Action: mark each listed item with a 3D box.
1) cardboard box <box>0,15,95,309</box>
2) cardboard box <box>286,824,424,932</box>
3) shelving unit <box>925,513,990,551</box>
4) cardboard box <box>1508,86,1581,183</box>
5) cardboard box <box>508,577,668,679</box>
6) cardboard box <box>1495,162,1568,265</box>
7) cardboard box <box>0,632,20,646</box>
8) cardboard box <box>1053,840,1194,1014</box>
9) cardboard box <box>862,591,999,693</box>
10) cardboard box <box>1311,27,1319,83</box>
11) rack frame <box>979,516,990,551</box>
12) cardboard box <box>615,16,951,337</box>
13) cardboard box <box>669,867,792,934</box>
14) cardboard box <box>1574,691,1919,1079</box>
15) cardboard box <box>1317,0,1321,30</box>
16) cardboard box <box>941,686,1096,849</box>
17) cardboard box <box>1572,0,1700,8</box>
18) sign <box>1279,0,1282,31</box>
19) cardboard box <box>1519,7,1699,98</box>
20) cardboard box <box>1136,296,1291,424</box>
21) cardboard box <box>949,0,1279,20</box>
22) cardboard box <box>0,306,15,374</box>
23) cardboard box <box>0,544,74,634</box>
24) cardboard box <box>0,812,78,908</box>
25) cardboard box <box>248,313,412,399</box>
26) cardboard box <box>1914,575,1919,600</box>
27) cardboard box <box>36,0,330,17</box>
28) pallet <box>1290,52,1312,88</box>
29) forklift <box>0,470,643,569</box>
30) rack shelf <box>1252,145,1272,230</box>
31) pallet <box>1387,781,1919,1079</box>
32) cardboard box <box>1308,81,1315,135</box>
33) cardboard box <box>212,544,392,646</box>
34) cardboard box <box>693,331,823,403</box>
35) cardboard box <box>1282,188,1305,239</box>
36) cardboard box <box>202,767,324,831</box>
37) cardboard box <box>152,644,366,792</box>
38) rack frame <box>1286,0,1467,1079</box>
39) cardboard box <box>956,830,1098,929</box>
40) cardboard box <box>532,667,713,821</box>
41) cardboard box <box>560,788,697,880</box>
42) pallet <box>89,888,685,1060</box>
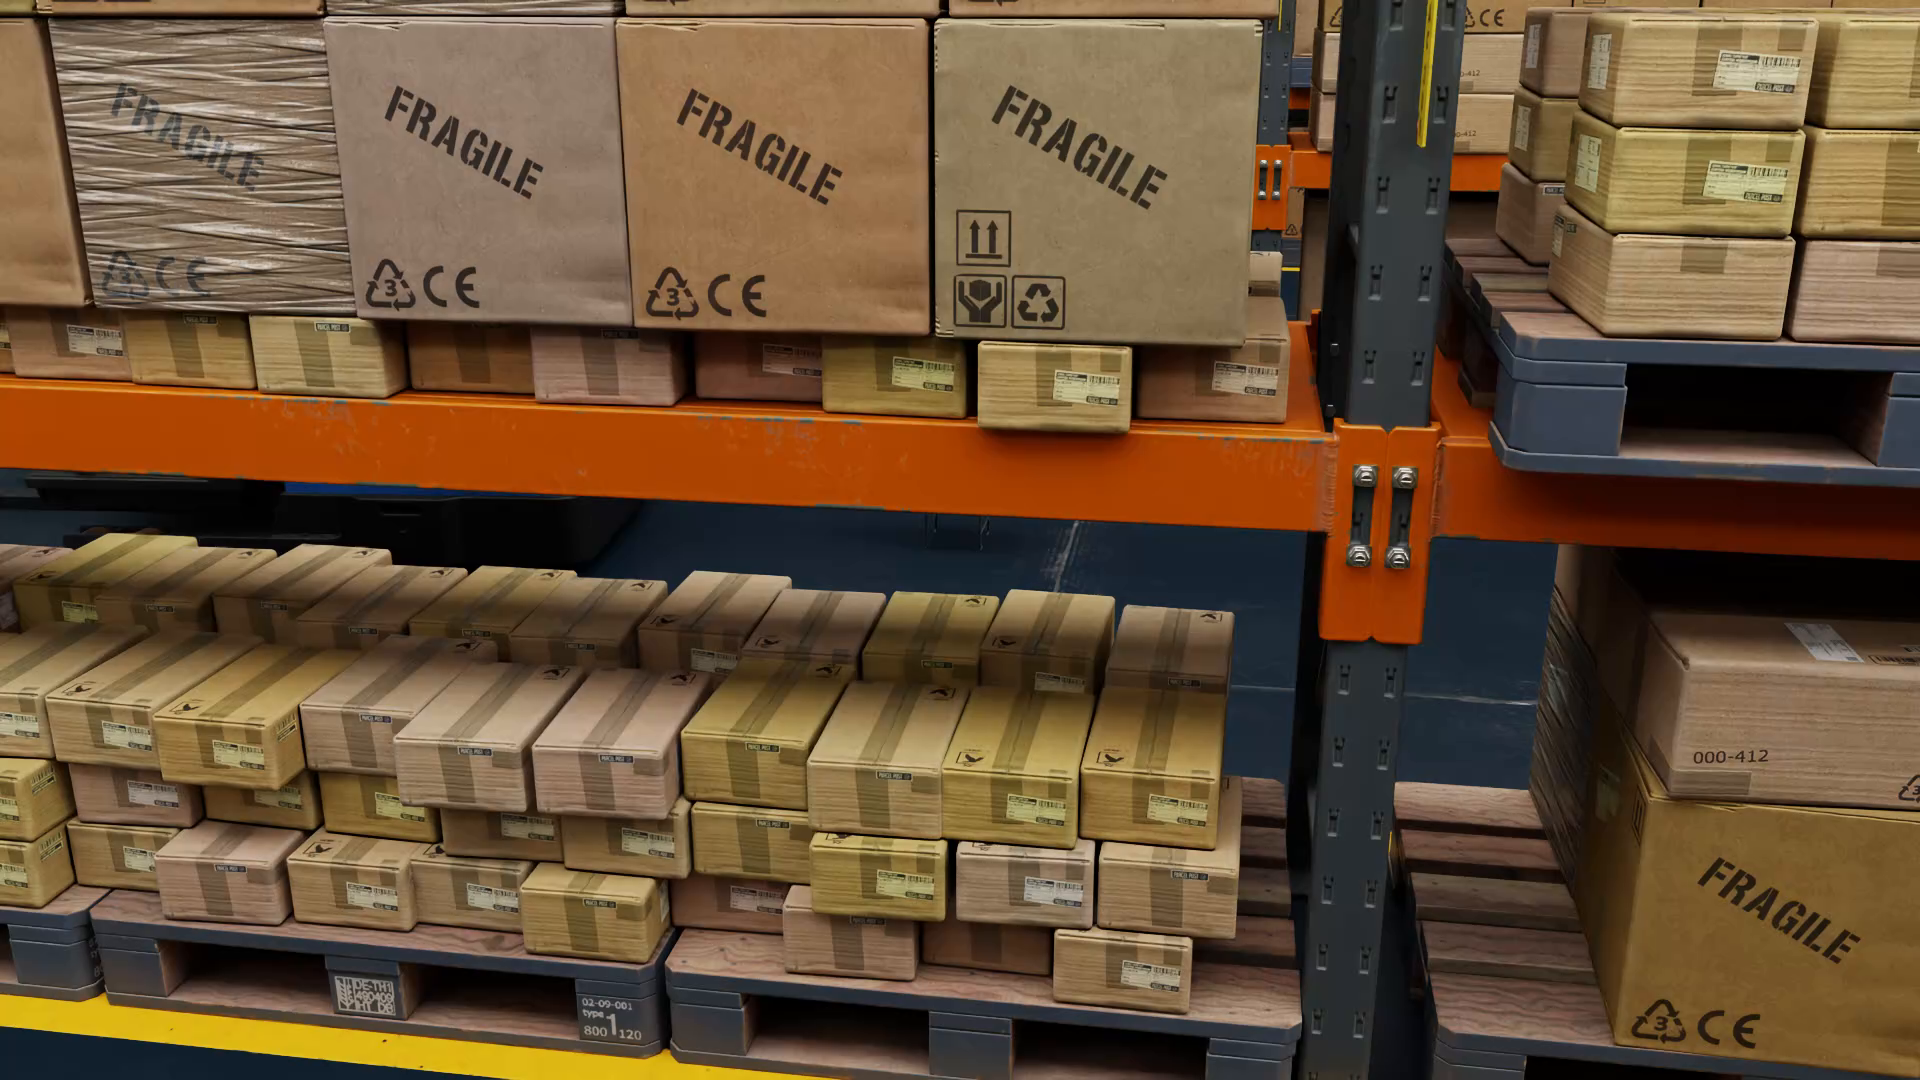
[{"bbox_3d":[-1.768,-0.739,3.157,0.500,0.500,0.500,3,19,9],"label":"cardboard box"},{"bbox_3d":[-1.185,0.646,3.476,0.250,0.149,0.380,3,19,9],"label":"cardboard box"},{"bbox_3d":[-0.008,-0.427,6.162,0.210,0.900,0.258,3,19,9],"label":"shelving unit"},{"bbox_3d":[1.192,-0.769,3.138,0.250,0.149,0.380,3,19,10],"label":"cardboard box"},{"bbox_3d":[-0.841,0.221,3.809,0.250,0.149,0.380,2,19,6],"label":"cardboard box"},{"bbox_3d":[1.192,-0.628,3.186,0.250,0.149,0.380,2,19,7],"label":"cardboard box"},{"bbox_3d":[-2.198,0.325,3.497,0.250,0.149,0.380,3,19,9],"label":"cardboard box"},{"bbox_3d":[0.327,0.734,3.213,0.250,0.149,0.380,3,19,9],"label":"cardboard box"},{"bbox_3d":[-0.059,0.253,3.713,0.250,0.149,0.380,3,19,8],"label":"cardboard box"},{"bbox_3d":[1.927,-2.282,7.843,0.500,0.250,0.500,3,19,9],"label":"cardboard box"},{"bbox_3d":[0.092,-0.422,6.146,0.006,0.900,0.240,3,19,9],"label":"rack frame"},{"bbox_3d":[-0.267,-0.657,2.912,0.500,0.500,0.500,2,19,7],"label":"cardboard box"},{"bbox_3d":[-0.428,0.650,3.463,0.250,0.149,0.380,2,19,7],"label":"cardboard box"},{"bbox_3d":[1.456,0.601,3.058,0.500,0.500,0.500,4,19,11],"label":"cardboard box"},{"bbox_3d":[1.935,-2.639,7.731,0.500,0.500,0.500,4,19,10],"label":"cardboard box"},{"bbox_3d":[0.117,0.428,3.190,0.250,0.149,0.380,3,19,9],"label":"cardboard box"},{"bbox_3d":[2.844,-2.428,7.099,0.500,0.500,0.500,2,19,7],"label":"cardboard box"},{"bbox_3d":[1.367,-2.336,7.067,0.005,0.325,0.100,3,19,9],"label":"sign"},{"bbox_3d":[1.195,-0.909,3.088,0.250,0.149,0.380,4,19,11],"label":"cardboard box"},{"bbox_3d":[0.449,-0.328,2.951,0.250,0.149,0.380,3,19,8],"label":"cardboard box"},{"bbox_3d":[0.261,-1.107,2.683,0.500,0.500,0.500,2,19,7],"label":"cardboard box"},{"bbox_3d":[-1.857,-0.447,3.309,0.250,0.149,0.380,3,19,8],"label":"cardboard box"},{"bbox_3d":[-2.379,0.142,4.046,0.250,0.149,0.380,3,19,10],"label":"cardboard box"},{"bbox_3d":[-1.962,0.618,3.561,0.250,0.149,0.380,3,19,9],"label":"cardboard box"},{"bbox_3d":[-1.106,-0.384,3.119,0.250,0.149,0.380,3,19,10],"label":"cardboard box"},{"bbox_3d":[1.982,0.271,2.862,0.500,0.250,0.500,3,19,10],"label":"cardboard box"},{"bbox_3d":[-1.267,-1.183,2.909,0.500,0.500,0.500,2,19,7],"label":"cardboard box"},{"bbox_3d":[3.009,-3.451,12.193,1.213,0.211,1.003,3,19,9],"label":"pallet"},{"bbox_3d":[-2.777,-1.429,5.956,3.031,2.935,1.130,1,19,3],"label":"forklift"},{"bbox_3d":[-0.521,-1.821,8.152,4.000,0.370,1.077,3,19,9],"label":"rack shelf"},{"bbox_3d":[1.537,0.855,3.414,1.213,0.211,1.003,3,19,9],"label":"pallet"},{"bbox_3d":[1.936,-2.047,7.930,0.500,0.250,0.500,2,19,7],"label":"cardboard box"},{"bbox_3d":[-1.584,0.144,4.040,0.250,0.149,0.380,4,19,11],"label":"cardboard box"},{"bbox_3d":[-0.321,-0.373,3.087,0.250,0.149,0.380,2,19,7],"label":"cardboard box"},{"bbox_3d":[2.679,-2.536,12.432,0.500,0.500,0.500,4,19,11],"label":"cardboard box"},{"bbox_3d":[-1.400,0.459,3.567,0.250,0.149,0.380,4,19,11],"label":"cardboard box"},{"bbox_3d":[-1.415,0.357,3.404,0.250,0.149,0.380,3,19,9],"label":"cardboard box"},{"bbox_3d":[0.768,-0.506,3.087,0.127,3.000,1.000,3,19,9],"label":"rack frame"},{"bbox_3d":[0.138,0.580,3.204,0.250,0.149,0.380,2,19,6],"label":"cardboard box"},{"bbox_3d":[-0.656,0.396,3.287,0.250,0.149,0.380,2,19,6],"label":"cardboard box"},{"bbox_3d":[-0.617,0.522,3.378,0.250,0.149,0.380,3,19,10],"label":"cardboard box"},{"bbox_3d":[-1.109,0.733,3.779,1.213,0.211,1.003,3,19,9],"label":"pallet"}]
